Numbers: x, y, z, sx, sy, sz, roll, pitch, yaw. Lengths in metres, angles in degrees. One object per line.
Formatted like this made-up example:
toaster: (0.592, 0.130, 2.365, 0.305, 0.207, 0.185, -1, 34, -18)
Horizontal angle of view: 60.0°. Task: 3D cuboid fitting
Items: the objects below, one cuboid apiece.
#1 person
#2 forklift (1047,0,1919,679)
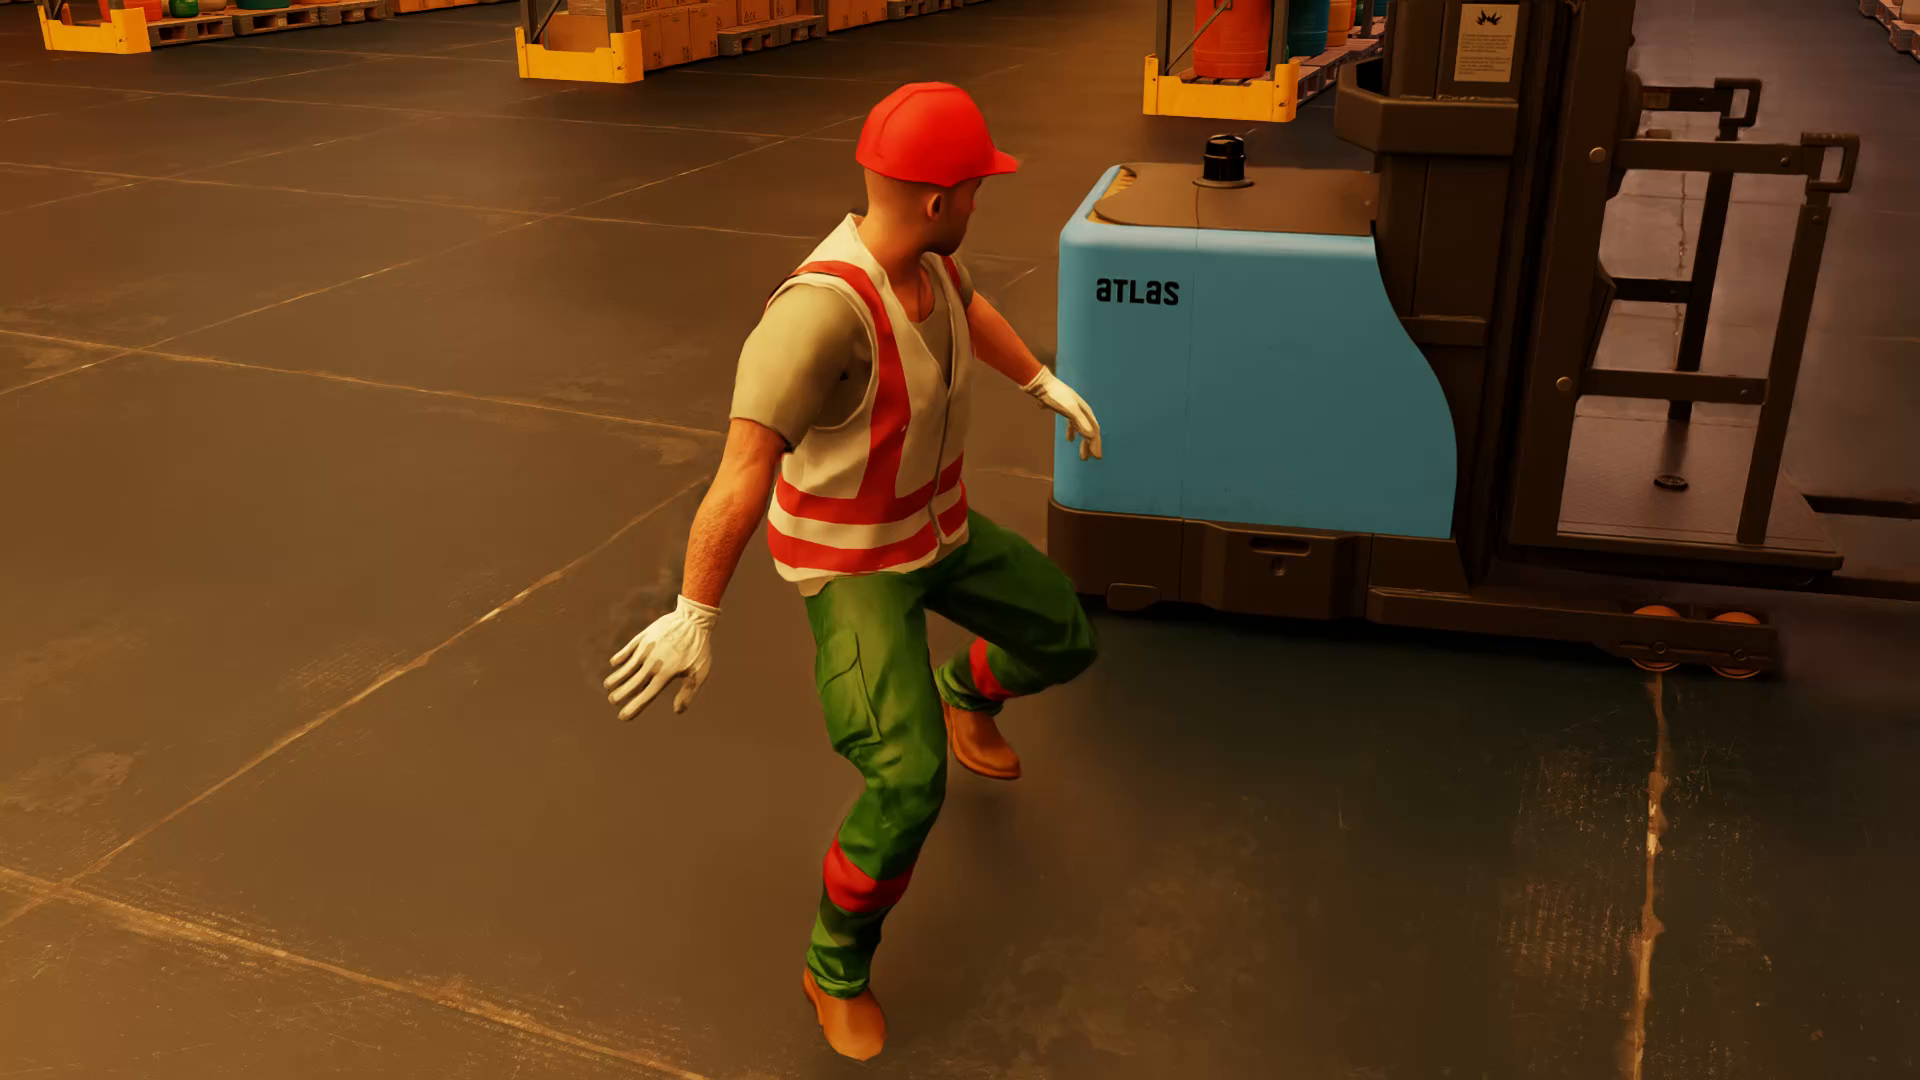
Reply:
person: (-0.134, 0.036, 2.982, 0.511, 1.663, 1.189, 14, 26, 29)
forklift: (1.814, -1.222, 4.216, 3.031, 2.935, 1.130, 5, 23, 11)
